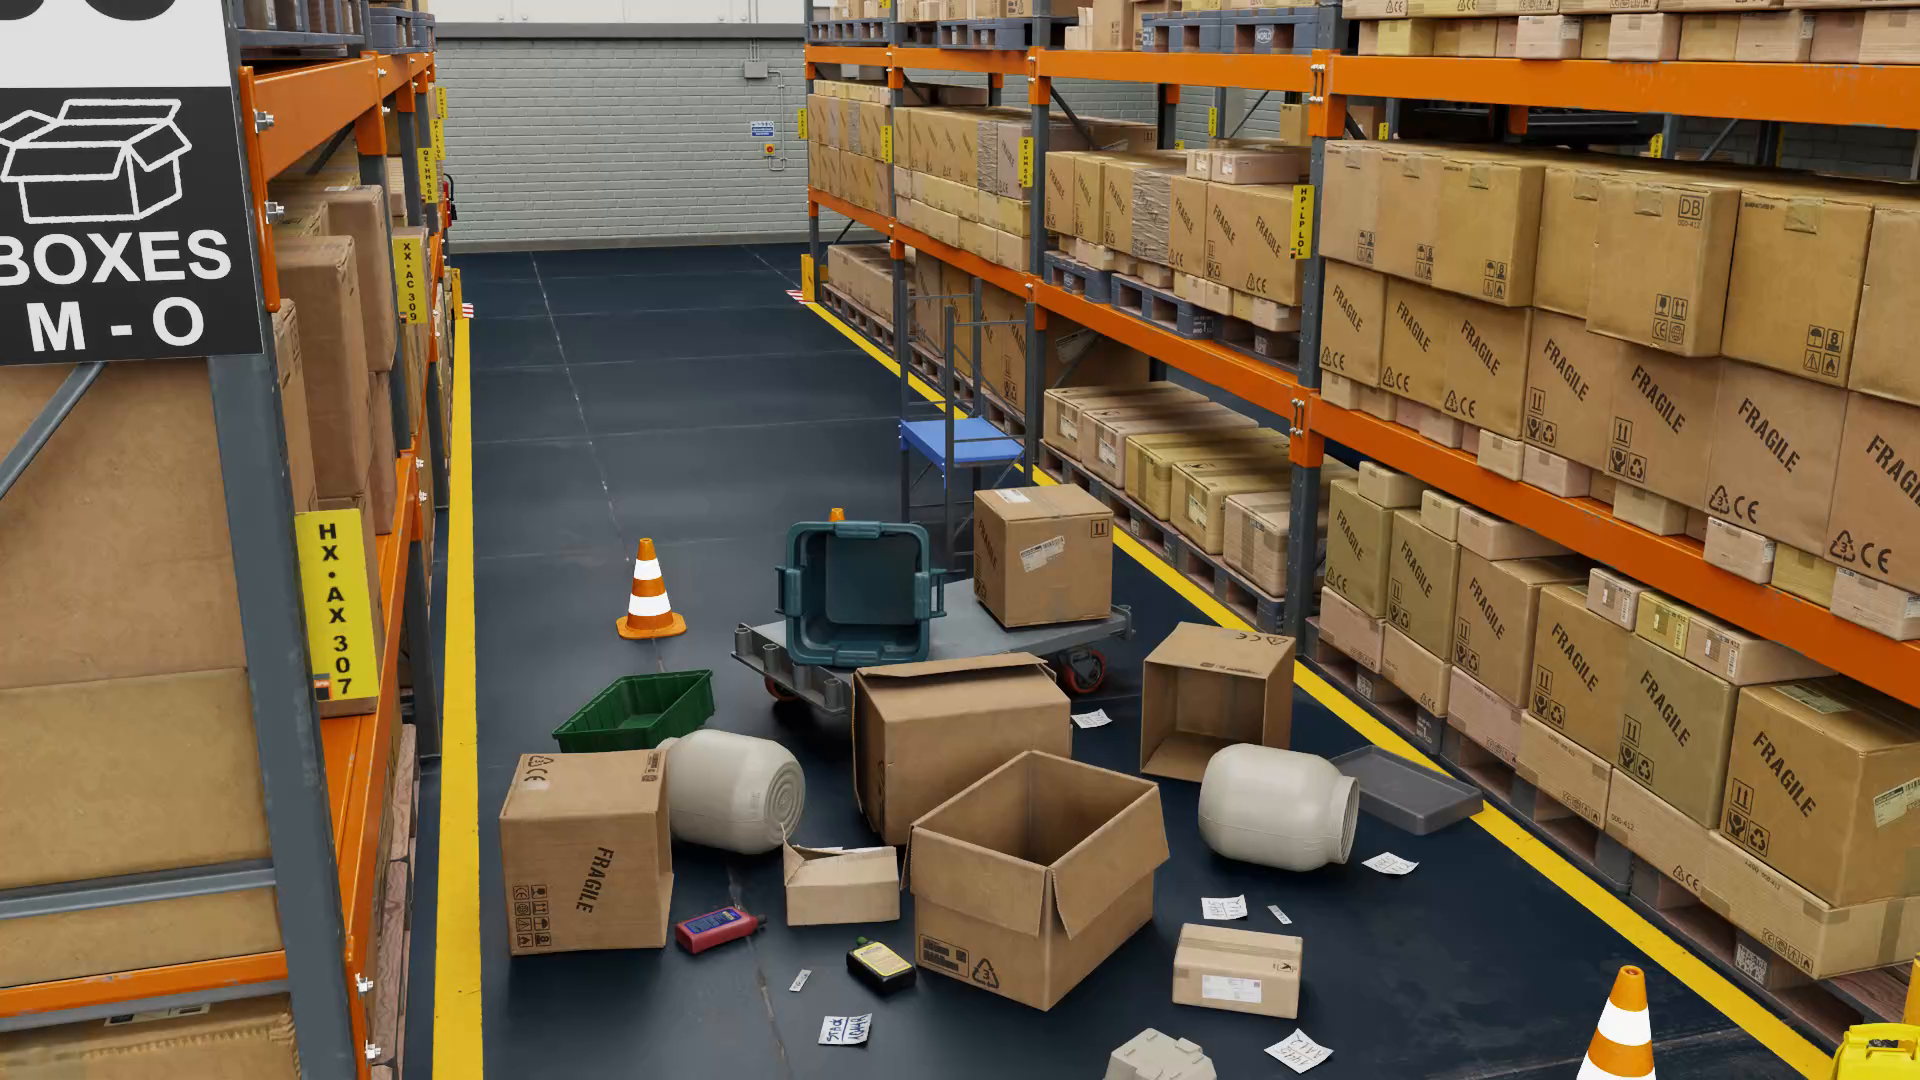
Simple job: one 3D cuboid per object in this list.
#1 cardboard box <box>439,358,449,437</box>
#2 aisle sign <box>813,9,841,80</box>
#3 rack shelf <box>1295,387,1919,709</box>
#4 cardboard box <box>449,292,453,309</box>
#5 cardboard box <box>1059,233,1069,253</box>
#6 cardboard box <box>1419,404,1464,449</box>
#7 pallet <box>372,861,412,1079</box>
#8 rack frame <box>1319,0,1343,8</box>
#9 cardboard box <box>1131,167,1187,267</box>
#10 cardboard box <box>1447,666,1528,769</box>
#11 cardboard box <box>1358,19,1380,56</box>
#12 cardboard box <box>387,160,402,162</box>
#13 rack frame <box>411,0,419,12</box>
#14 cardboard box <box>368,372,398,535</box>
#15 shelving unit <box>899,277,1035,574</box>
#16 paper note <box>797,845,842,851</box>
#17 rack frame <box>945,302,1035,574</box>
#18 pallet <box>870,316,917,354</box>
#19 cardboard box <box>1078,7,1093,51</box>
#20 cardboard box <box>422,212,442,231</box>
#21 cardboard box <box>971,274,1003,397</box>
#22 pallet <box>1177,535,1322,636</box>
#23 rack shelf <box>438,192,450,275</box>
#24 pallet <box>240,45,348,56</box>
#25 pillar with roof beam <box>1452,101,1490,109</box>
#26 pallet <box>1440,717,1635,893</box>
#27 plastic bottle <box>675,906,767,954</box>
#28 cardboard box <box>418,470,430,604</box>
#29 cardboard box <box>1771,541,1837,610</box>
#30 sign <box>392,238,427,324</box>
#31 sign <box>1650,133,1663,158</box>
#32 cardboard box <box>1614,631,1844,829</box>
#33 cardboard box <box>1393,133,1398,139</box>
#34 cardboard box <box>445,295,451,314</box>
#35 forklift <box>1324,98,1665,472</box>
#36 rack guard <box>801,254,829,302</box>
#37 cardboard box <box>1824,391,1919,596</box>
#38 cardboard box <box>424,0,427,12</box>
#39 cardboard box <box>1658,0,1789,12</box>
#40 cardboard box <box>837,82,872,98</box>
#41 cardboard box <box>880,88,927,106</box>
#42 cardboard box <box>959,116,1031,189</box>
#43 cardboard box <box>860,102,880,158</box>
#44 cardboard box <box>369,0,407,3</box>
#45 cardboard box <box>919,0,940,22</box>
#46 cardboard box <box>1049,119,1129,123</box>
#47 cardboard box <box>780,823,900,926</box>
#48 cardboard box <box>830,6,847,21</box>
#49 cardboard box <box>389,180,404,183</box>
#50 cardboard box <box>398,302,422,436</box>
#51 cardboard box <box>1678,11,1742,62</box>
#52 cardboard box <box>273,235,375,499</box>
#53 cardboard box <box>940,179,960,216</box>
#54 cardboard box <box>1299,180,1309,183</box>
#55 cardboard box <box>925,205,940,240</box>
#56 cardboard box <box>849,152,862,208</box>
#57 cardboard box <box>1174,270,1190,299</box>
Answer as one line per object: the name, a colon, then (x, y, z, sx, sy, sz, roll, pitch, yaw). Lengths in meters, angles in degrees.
cardboard box: (-3.847, -0.968, 11.575, 0.500, 0.500, 0.500, -4, 17, -15)
aisle sign: (-1.522, -5.483, 18.474, 0.394, 0.787, 0.004, -5, 17, -15)
rack shelf: (2.624, -0.024, 6.069, 1.077, 0.370, 4.000, -5, 17, -15)
cardboard box: (-5.442, -2.466, 17.171, 0.380, 0.149, 0.250, -4, 17, -14)
cardboard box: (0.886, -2.005, 11.118, 0.380, 0.149, 0.250, -6, 18, -18)
cardboard box: (2.109, -0.481, 6.777, 0.380, 0.149, 0.250, -4, 17, -14)
pallet: (-2.185, 1.387, 4.966, 1.003, 0.211, 1.213, -5, 17, -15)
rack frame: (2.074, -3.795, 6.944, 1.000, 3.000, 0.127, -5, 17, -15)
cardboard box: (1.309, -1.848, 9.470, 0.500, 0.500, 0.500, -5, 18, -17)
cardboard box: (2.283, 0.672, 6.552, 0.500, 0.250, 0.500, -5, 17, -16)
cardboard box: (1.923, -2.132, 7.057, 0.380, 0.149, 0.250, -5, 17, -16)
cardboard box: (-4.483, -2.911, 13.103, 0.380, 0.149, 0.250, -5, 17, -17)
rack frame: (-4.856, -5.589, 12.915, 1.000, 3.000, 0.127, -5, 17, -15)
cardboard box: (-2.372, -0.323, 5.553, 0.875, 0.550, 0.550, -5, 17, -15)
shelving unit: (0.023, -0.695, 9.658, 0.538, 1.500, 1.048, -5, 17, -15)
paper note: (-0.525, 1.154, 6.071, 0.172, 0.023, 0.155, 1, 17, 4)
rack frame: (0.163, -0.554, 9.190, 0.500, 1.500, 0.032, -5, 17, -15)
pallet: (-0.258, -2.016, 16.296, 1.003, 0.211, 1.213, -5, 17, -15)
cardboard box: (0.968, -3.229, 10.509, 0.396, 0.266, 0.258, -5, 17, -15)
cardboard box: (-4.619, -2.699, 14.161, 0.380, 0.149, 0.250, -4, 17, -13)
cardboard box: (0.624, -1.657, 13.216, 0.875, 0.875, 0.875, -4, 17, -15)
pallet: (1.859, 0.198, 8.925, 1.003, 0.211, 1.213, -5, 17, -15)
rack shelf: (-5.406, -2.924, 15.724, 1.077, 0.370, 4.000, -5, 17, -15)
pallet: (-2.957, -2.097, 6.839, 0.805, 0.209, 1.217, -5, 18, -17)
pillar with roof beam: (1.183, -6.325, 15.366, 9.100, 9.000, 0.400, -5, 17, -15)
pallet: (2.632, 0.935, 6.474, 1.003, 0.211, 1.213, -5, 17, -15)
plastic bottle: (-0.794, 1.290, 5.551, 0.283, 0.061, 0.133, -12, 20, -34)
cardboard box: (-3.176, -0.058, 8.112, 1.050, 0.750, 0.750, -5, 17, -15)
cardboard box: (2.639, 0.084, 4.894, 0.380, 0.149, 0.250, -5, 17, -16)
sign: (-2.124, -1.000, 6.423, 0.100, 0.325, 0.005, -5, 17, -15)
sign: (5.227, -2.893, 12.494, 0.100, 0.325, 0.005, -5, 17, -15)
cardboard box: (2.556, 0.596, 5.500, 0.500, 0.500, 0.500, -4, 17, -13)
cardboard box: (4.565, -3.626, 15.905, 0.700, 0.500, 0.500, -4, 17, -14)
cardboard box: (-5.081, -2.245, 15.919, 0.380, 0.149, 0.250, -5, 17, -15)
forklift: (3.158, -1.395, 9.503, 1.130, 2.935, 3.031, -4, 17, -14)
rack guard: (-1.230, -3.051, 19.239, 1.175, 0.500, 0.348, -5, 17, -15)
cardboard box: (2.760, -0.134, 4.494, 0.500, 0.500, 0.500, -5, 17, -16)
cardboard box: (-5.304, -5.036, 15.680, 0.500, 0.250, 0.500, -4, 17, -14)
cardboard box: (2.490, -1.725, 5.012, 0.500, 0.250, 0.500, -4, 17, -14)
cardboard box: (-1.050, -4.599, 17.008, 0.380, 0.149, 0.250, -5, 17, -15)
cardboard box: (-0.515, -4.032, 15.122, 0.380, 0.149, 0.250, -5, 17, -16)
cardboard box: (0.302, -2.957, 12.669, 0.500, 0.500, 0.500, -5, 17, -15)
cardboard box: (-0.651, -3.911, 15.847, 0.500, 0.500, 0.500, -5, 17, -16)
cardboard box: (-3.181, -2.987, 8.718, 0.500, 0.311, 0.500, -5, 17, -15)
cardboard box: (-0.113, -4.283, 13.459, 0.380, 0.166, 0.250, -6, 18, -19)
cardboard box: (0.929, -2.847, 12.305, 0.500, 0.500, 0.500, -5, 17, -15)
cardboard box: (-0.414, 1.137, 5.707, 0.396, 0.266, 0.258, -2, 17, -6)
cardboard box: (-1.146, -5.487, 17.325, 0.380, 0.149, 0.250, -4, 17, -13)
cardboard box: (-3.909, -2.334, 11.179, 0.380, 0.149, 0.250, -5, 18, -18)
cardboard box: (-2.543, -0.717, 6.952, 0.500, 0.500, 0.500, -4, 17, -15)
cardboard box: (2.482, -1.565, 5.170, 0.380, 0.149, 0.250, -5, 17, -17)
cardboard box: (-1.886, -0.401, 3.937, 0.875, 0.550, 0.550, -5, 17, -15)
cardboard box: (0.150, -2.735, 13.235, 0.500, 0.250, 0.500, -5, 17, -17)
cardboard box: (2.083, -1.604, 8.658, 0.500, 0.500, 0.500, -5, 17, -15)
cardboard box: (0.012, -2.634, 13.769, 0.500, 0.250, 0.500, -5, 17, -16)
cardboard box: (-0.796, -3.571, 16.451, 0.500, 0.500, 0.500, -5, 17, -16)
cardboard box: (1.401, -1.407, 9.128, 0.380, 0.149, 0.250, -5, 17, -15)
